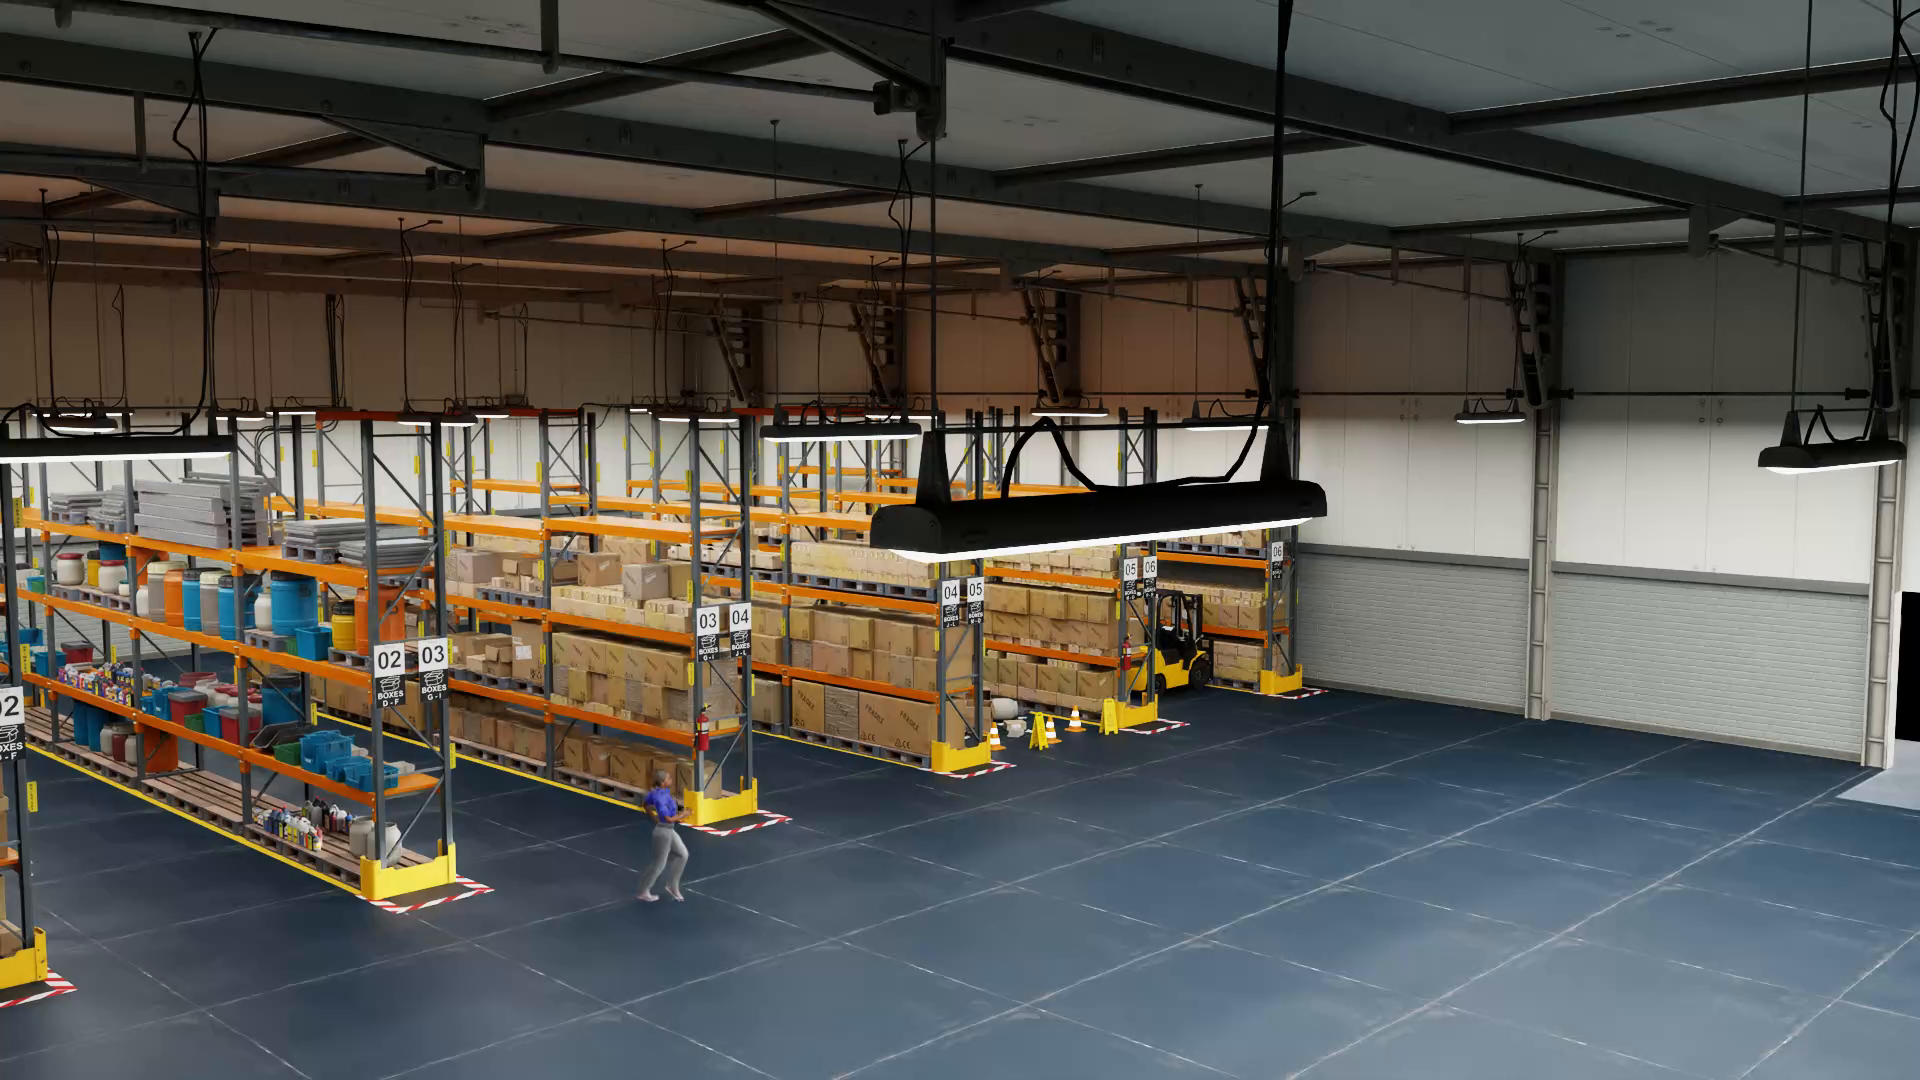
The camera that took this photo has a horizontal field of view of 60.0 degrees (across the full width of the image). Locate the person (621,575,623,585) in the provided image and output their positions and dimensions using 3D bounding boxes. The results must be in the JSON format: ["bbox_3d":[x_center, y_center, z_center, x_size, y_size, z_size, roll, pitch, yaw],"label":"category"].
[{"bbox_3d":[-8.785,1.628,43.958,0.701,1.708,0.569,-2,5,-19],"label":"person"}]

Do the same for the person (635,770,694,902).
[{"bbox_3d":[-3.656,3.695,20.603,0.722,1.697,0.541,-1,5,-8],"label":"person"}]

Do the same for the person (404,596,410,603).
[{"bbox_3d":[-13.032,2.095,38.703,0.783,1.654,0.662,0,5,5],"label":"person"}]
